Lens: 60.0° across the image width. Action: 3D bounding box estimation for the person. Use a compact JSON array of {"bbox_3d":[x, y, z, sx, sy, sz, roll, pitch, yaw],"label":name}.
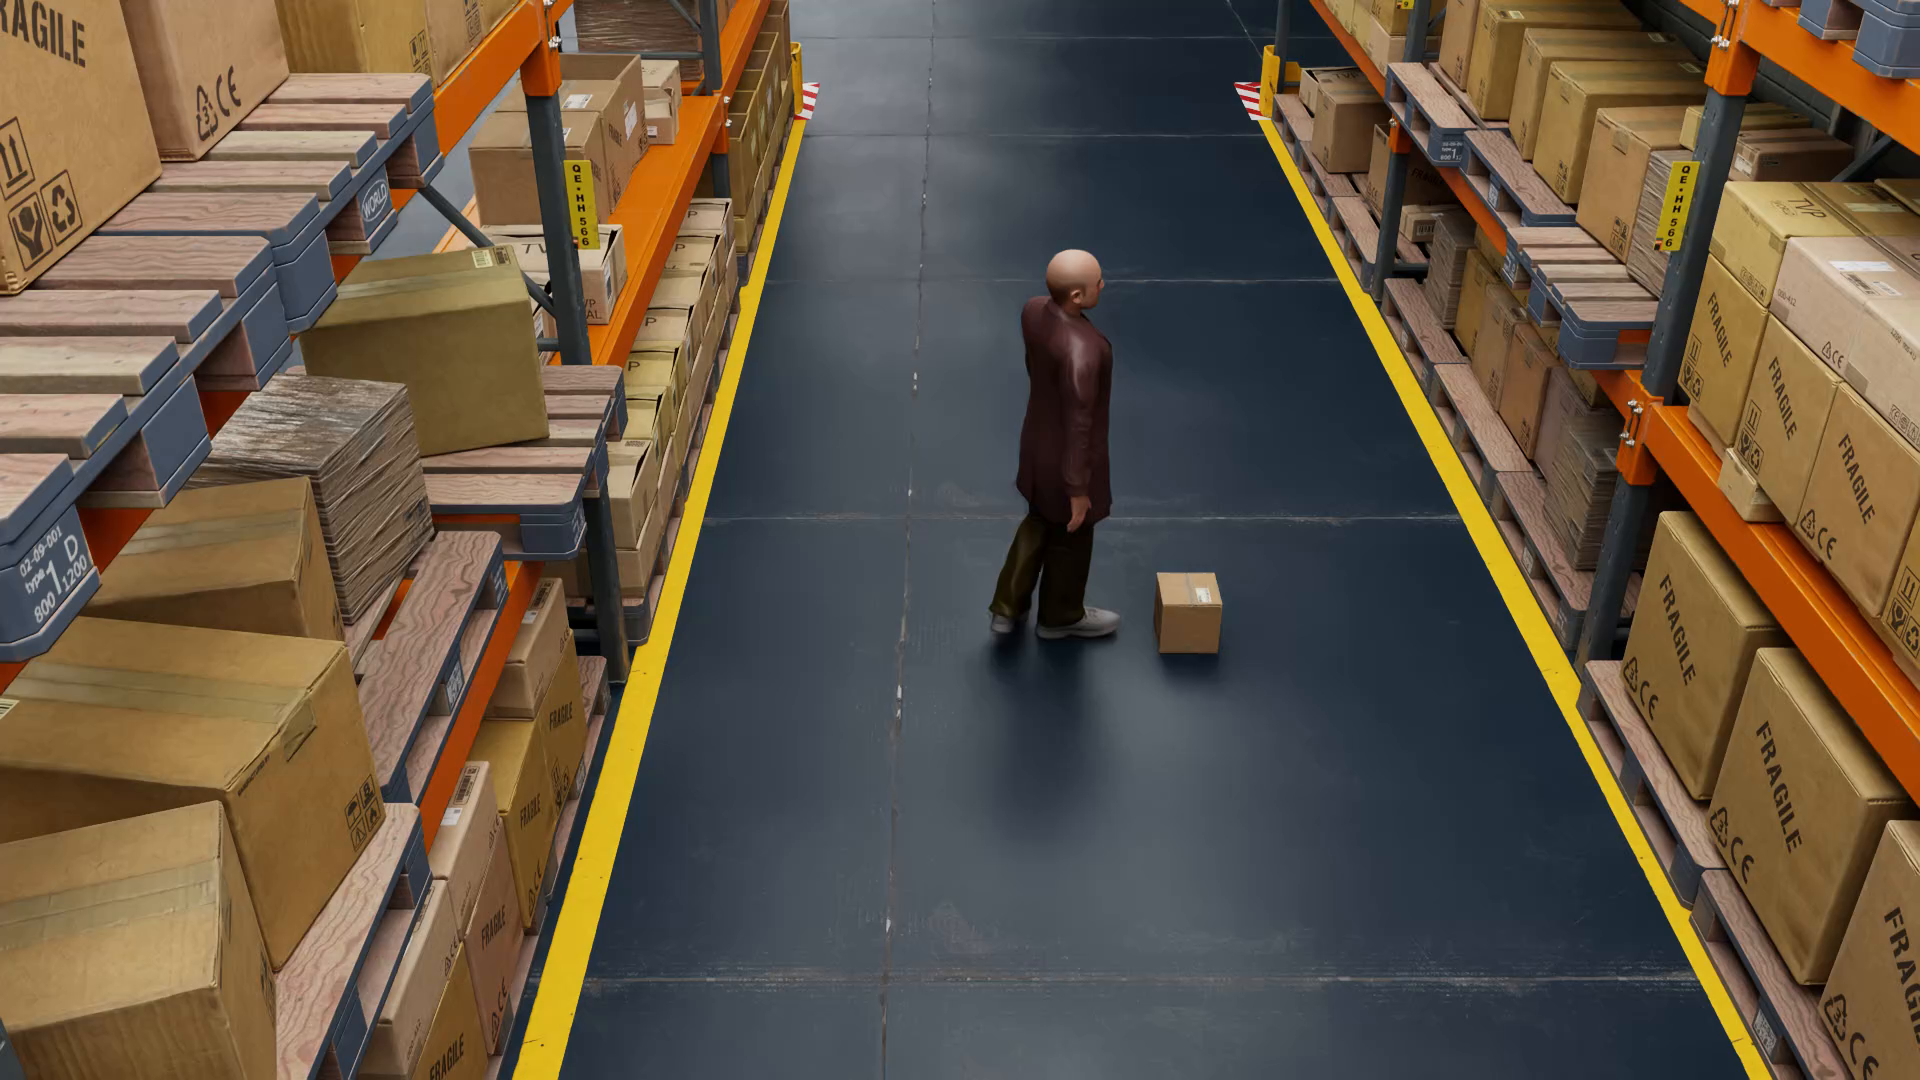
[{"bbox_3d":[0.411,-0.340,6.679,0.579,1.778,0.685,-12,33,-19],"label":"person"}]
